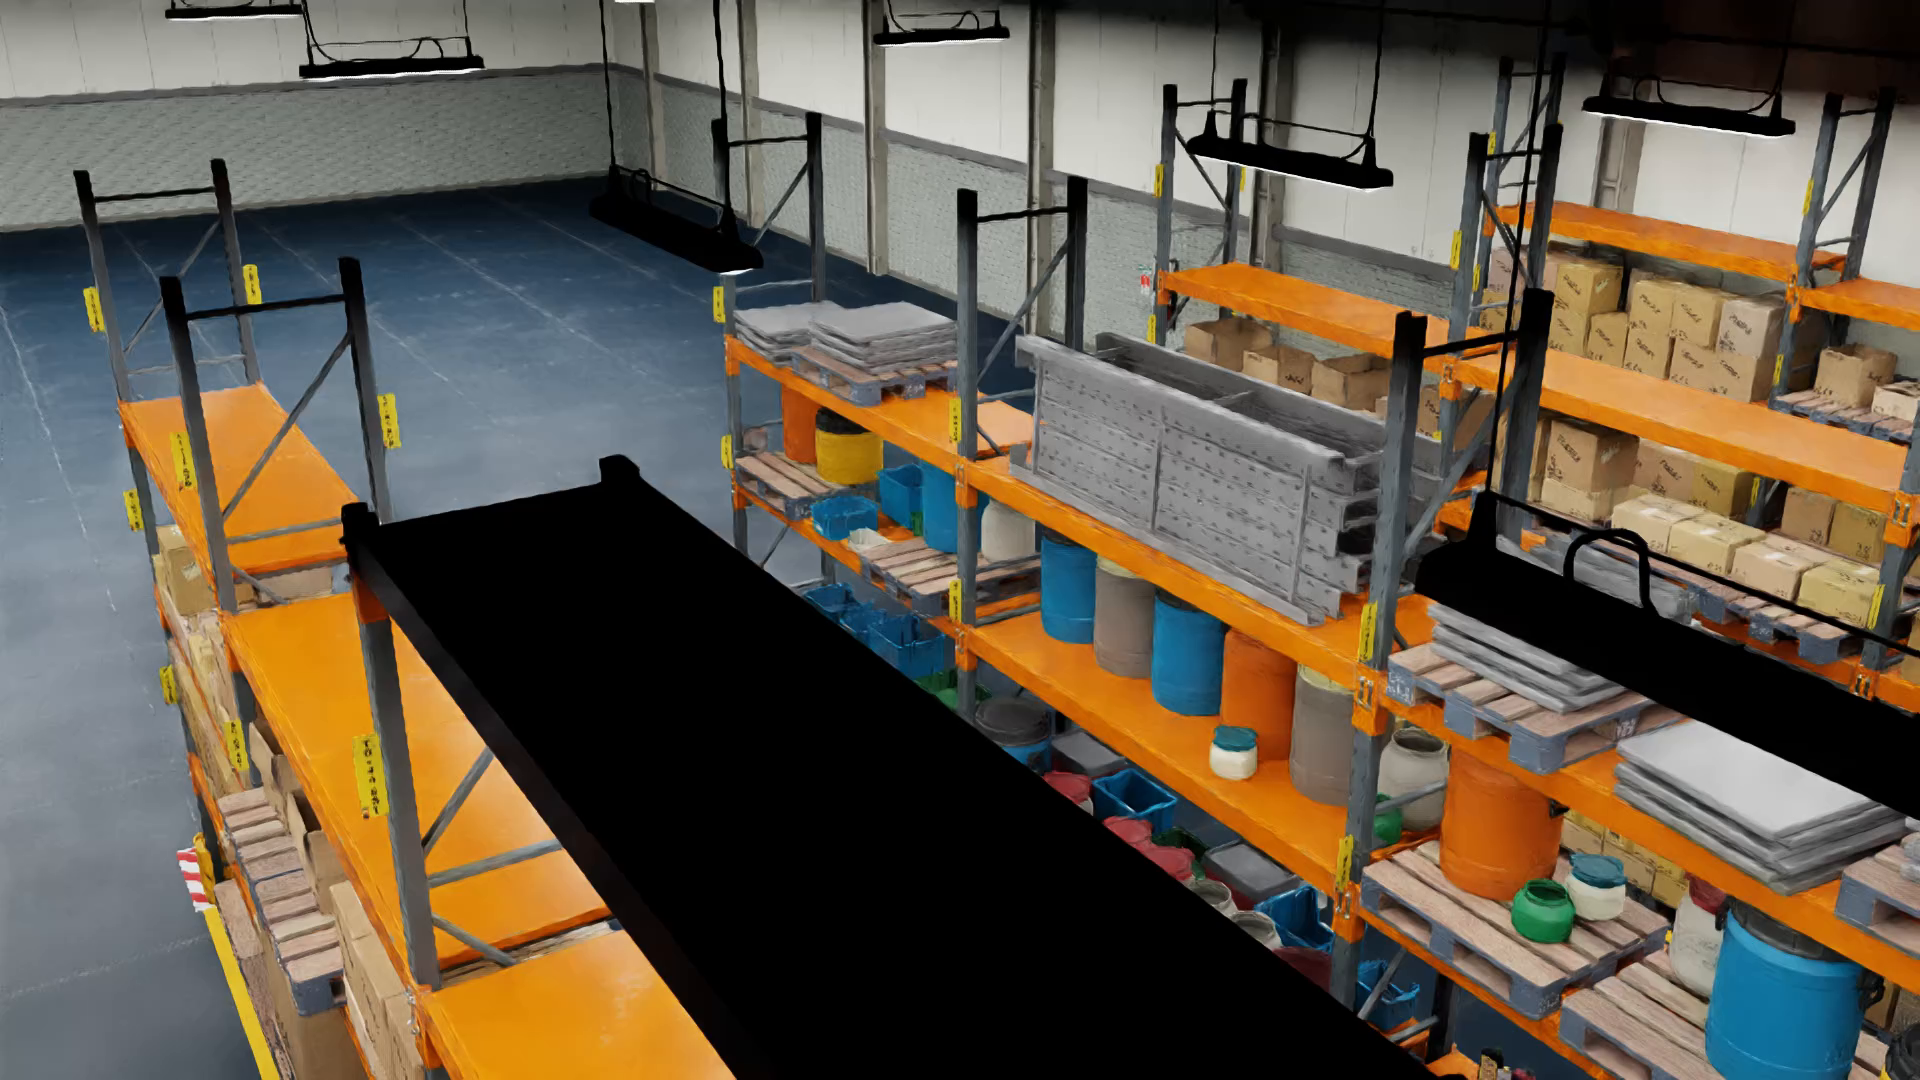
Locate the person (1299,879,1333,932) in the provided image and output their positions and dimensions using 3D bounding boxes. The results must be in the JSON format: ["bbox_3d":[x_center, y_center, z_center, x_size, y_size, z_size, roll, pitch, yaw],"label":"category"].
[{"bbox_3d":[2.341,3.122,11.433,0.521,1.617,0.946,-4,22,-10],"label":"person"}]
